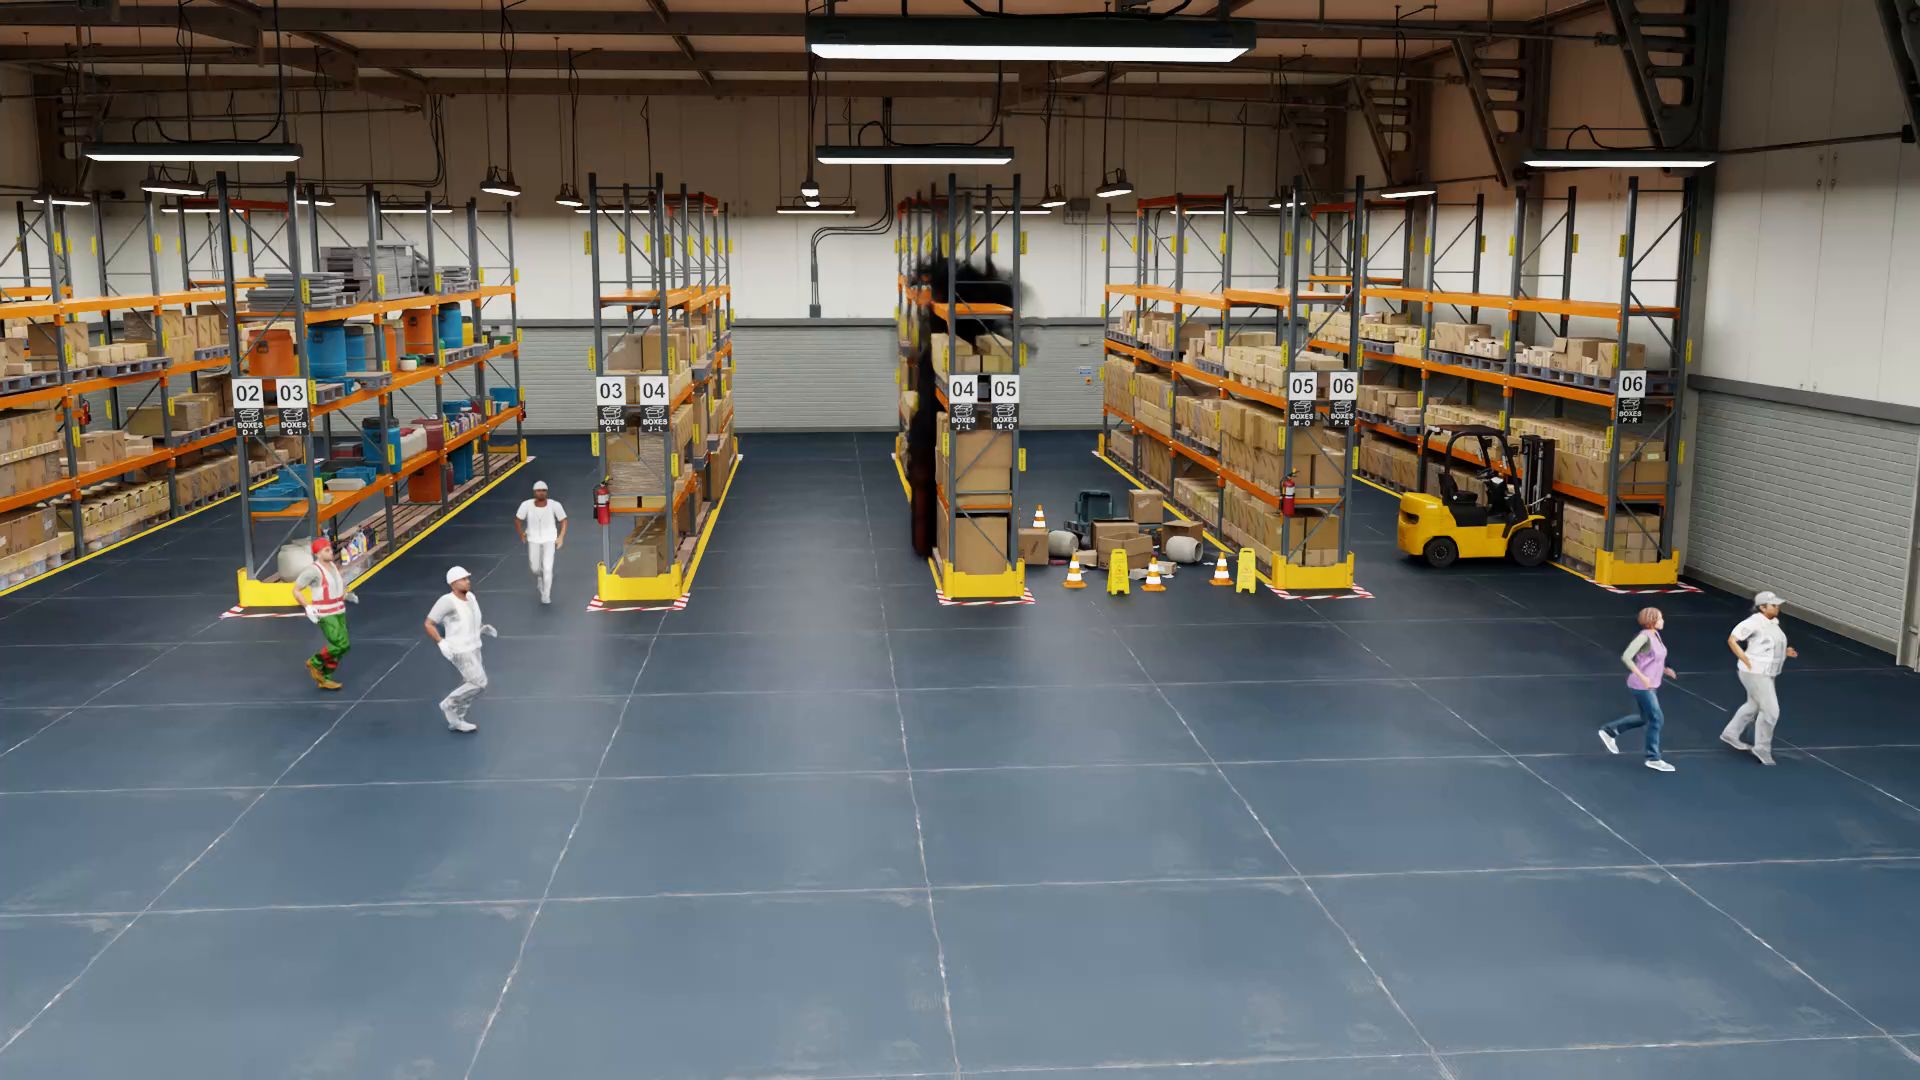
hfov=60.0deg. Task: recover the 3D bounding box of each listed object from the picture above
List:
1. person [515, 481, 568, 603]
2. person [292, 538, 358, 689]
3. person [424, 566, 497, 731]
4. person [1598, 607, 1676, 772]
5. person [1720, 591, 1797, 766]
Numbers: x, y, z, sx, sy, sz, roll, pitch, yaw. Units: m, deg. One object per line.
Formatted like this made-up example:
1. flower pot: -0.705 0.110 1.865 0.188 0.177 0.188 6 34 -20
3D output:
1. person: -5.960 0.016 23.699 0.734 1.729 0.551 -1 10 -8
2. person: -7.133 0.844 18.882 0.581 1.740 0.652 3 10 15
3. person: -5.100 1.138 17.223 0.597 1.739 0.675 2 10 13
4. person: 6.584 1.418 16.097 0.750 1.586 0.558 7 12 35
5. person: 7.860 1.354 16.377 0.592 1.736 0.671 -9 14 -43
